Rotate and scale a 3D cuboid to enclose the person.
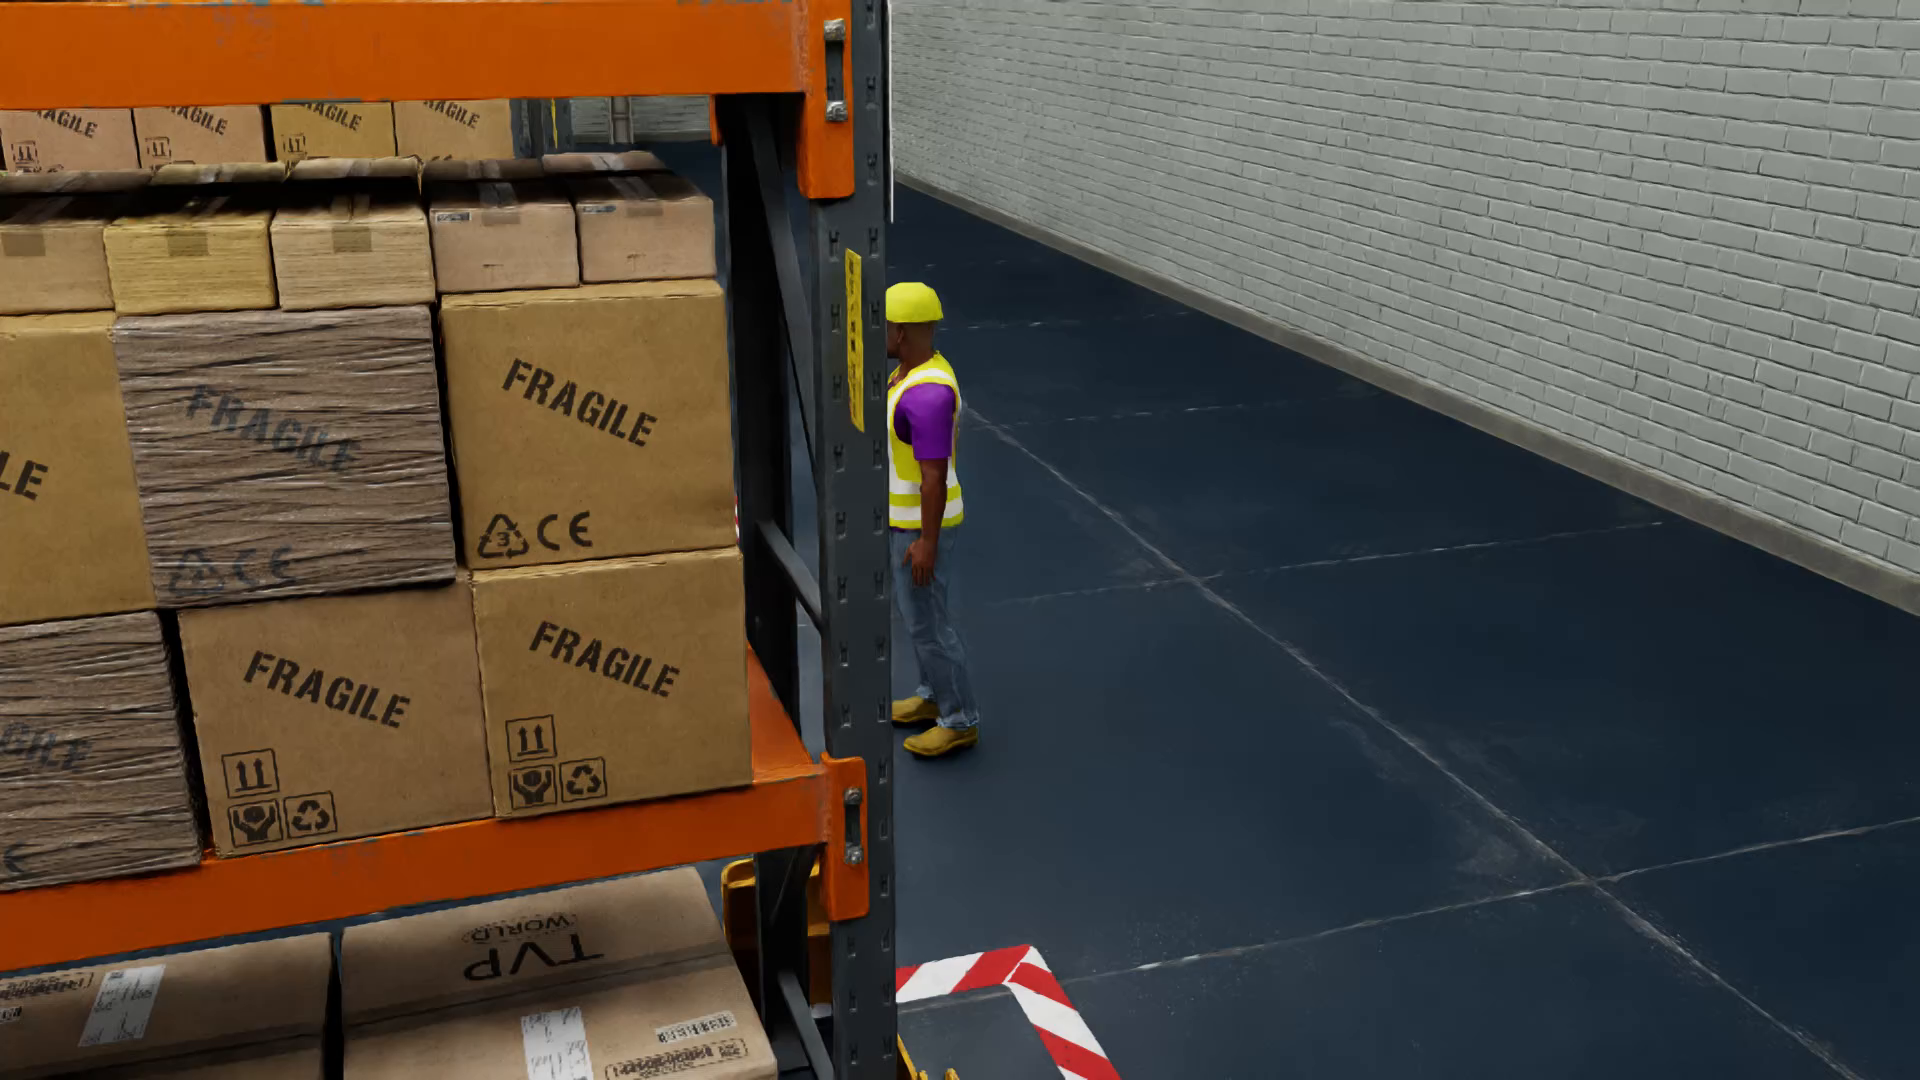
[{"bbox_3d":[-0.139,-0.090,6.244,0.392,1.762,0.609,-3,19,-10],"label":"person"}]
